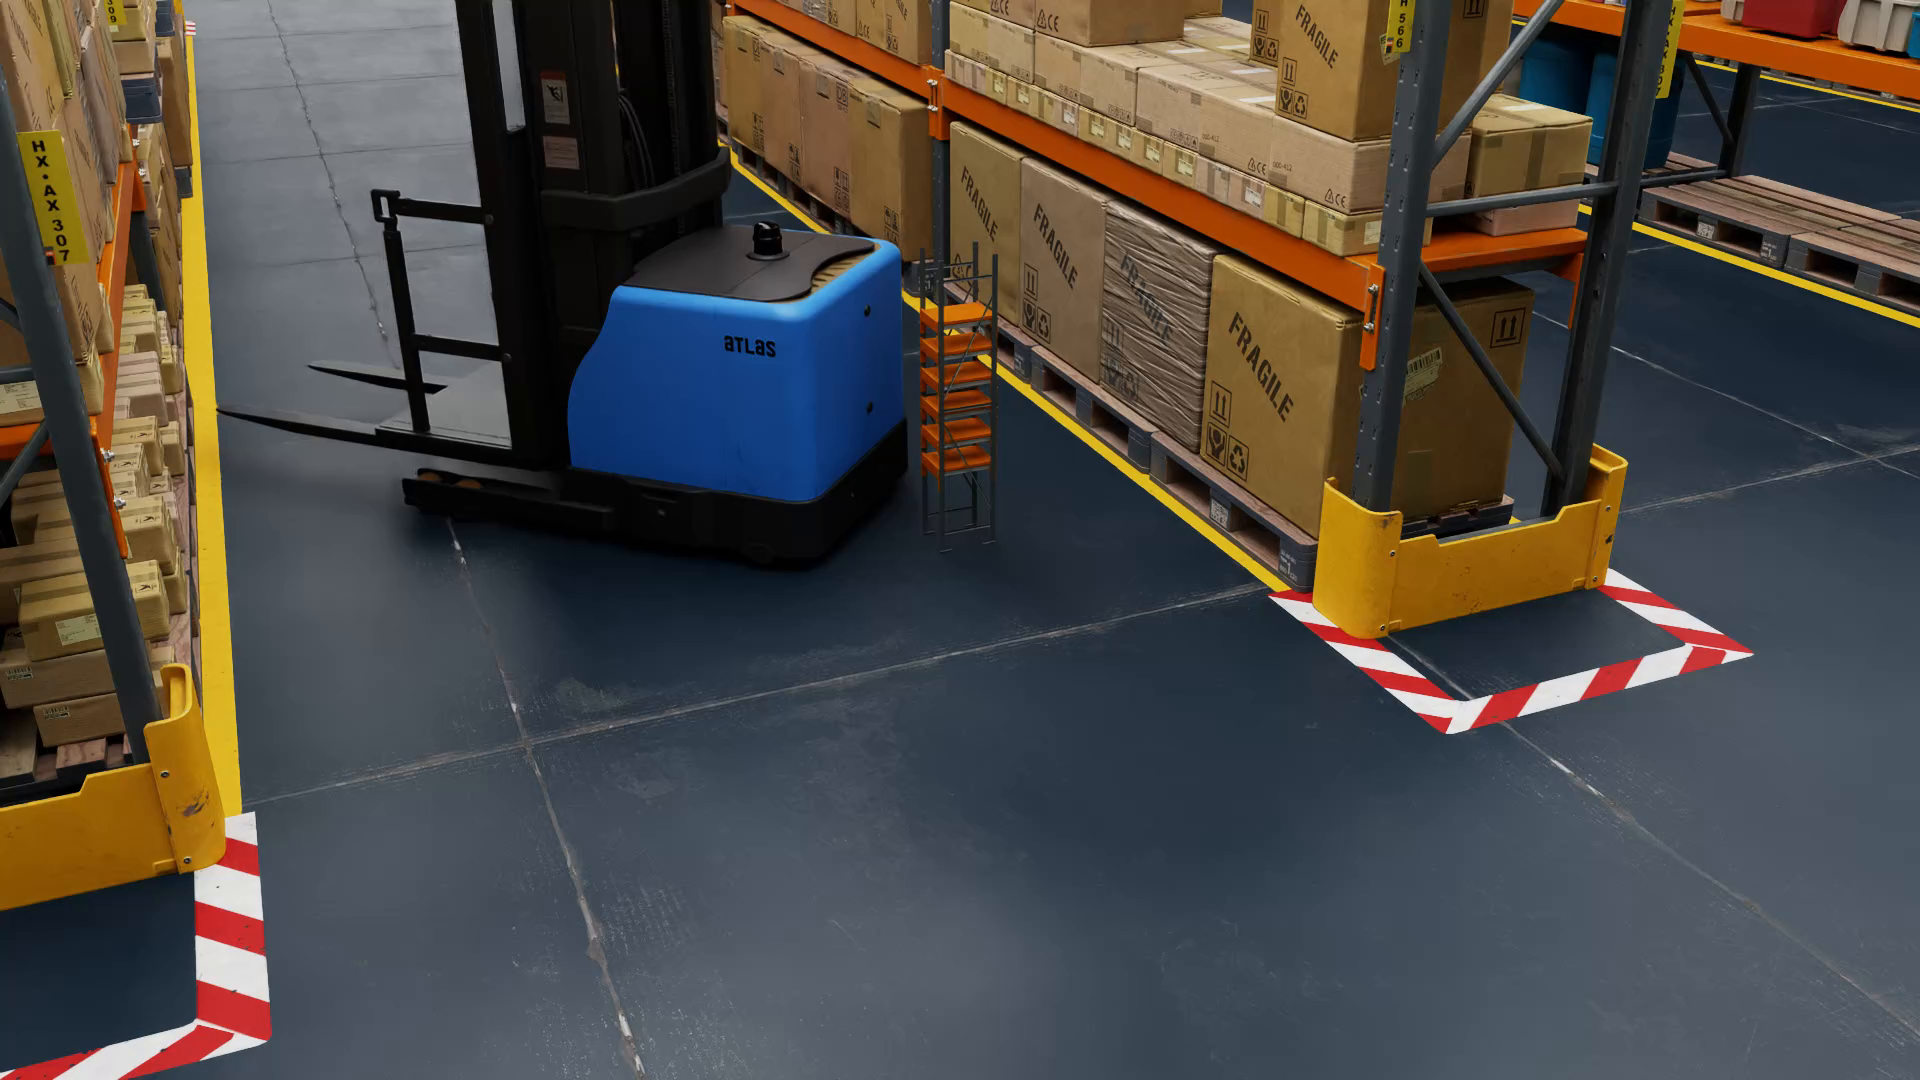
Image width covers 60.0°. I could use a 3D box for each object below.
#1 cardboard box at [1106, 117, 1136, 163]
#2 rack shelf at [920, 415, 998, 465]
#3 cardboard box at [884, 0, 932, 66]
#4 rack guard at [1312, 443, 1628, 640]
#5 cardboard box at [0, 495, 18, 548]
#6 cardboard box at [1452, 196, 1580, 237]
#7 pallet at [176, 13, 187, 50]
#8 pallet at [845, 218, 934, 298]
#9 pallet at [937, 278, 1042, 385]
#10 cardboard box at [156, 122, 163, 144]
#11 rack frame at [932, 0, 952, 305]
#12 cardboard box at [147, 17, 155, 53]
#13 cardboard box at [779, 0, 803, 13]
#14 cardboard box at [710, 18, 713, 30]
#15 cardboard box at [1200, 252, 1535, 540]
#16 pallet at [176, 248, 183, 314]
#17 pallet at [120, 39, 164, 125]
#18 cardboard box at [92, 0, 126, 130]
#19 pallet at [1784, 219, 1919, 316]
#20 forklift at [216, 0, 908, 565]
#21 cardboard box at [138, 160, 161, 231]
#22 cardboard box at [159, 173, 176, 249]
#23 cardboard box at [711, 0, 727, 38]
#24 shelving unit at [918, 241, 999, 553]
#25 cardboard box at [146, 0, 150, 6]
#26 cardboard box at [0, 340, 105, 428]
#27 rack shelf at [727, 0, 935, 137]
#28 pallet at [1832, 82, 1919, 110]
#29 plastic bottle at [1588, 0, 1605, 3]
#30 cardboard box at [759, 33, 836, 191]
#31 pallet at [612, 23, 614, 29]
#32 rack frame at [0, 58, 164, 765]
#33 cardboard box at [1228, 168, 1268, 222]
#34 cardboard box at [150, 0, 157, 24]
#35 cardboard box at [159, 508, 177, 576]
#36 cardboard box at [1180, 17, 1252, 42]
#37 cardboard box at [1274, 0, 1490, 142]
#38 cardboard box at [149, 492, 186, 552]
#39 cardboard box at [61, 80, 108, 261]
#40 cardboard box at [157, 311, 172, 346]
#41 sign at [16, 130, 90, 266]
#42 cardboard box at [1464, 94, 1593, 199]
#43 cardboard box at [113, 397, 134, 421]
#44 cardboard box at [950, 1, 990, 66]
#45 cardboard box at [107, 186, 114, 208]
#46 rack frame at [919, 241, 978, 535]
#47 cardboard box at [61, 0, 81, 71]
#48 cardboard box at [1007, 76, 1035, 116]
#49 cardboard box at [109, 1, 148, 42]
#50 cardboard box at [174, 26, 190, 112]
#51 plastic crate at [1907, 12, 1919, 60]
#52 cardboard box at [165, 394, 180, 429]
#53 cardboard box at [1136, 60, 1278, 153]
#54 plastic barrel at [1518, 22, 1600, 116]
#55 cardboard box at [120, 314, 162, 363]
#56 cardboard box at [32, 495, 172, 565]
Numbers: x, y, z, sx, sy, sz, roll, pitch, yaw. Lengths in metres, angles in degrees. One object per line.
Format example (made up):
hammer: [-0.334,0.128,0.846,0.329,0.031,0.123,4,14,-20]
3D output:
cardboard box: [0.857,-1.749,7.200,0.380,0.149,0.250,-10,28,-20]
rack shelf: [-0.006,-0.397,6.571,0.258,0.103,0.180,-11,28,-21]
cardboard box: [-0.103,-2.959,9.278,0.500,0.500,0.500,-10,28,-20]
rack guard: [1.908,-0.025,6.231,1.175,0.500,0.348,-11,28,-21]
cardboard box: [-3.706,-0.057,6.218,0.380,0.149,0.250,-10,28,-19]
cardboard box: [2.063,-1.245,6.167,0.380,0.149,0.250,-10,28,-20]
pallet: [-8.586,-5.243,17.248,1.003,0.211,1.213,-11,28,-21]
pallet: [-0.040,-1.818,10.233,1.003,0.211,1.213,-11,28,-21]
pallet: [0.558,-1.199,8.965,1.003,0.211,1.213,-11,28,-21]
cardboard box: [-5.121,-2.545,10.060,0.500,0.250,0.500,-10,28,-20]
rack frame: [0.332,-2.772,9.010,1.000,3.000,0.127,-11,28,-21]
cardboard box: [-4.211,-2.487,8.233,0.380,0.149,0.250,-10,28,-20]
cardboard box: [-0.887,-3.775,10.949,0.500,0.500,0.500,-11,28,-22]
cardboard box: [-1.973,-4.178,14.236,0.700,0.500,0.500,-8,27,-16]
cardboard box: [1.574,-0.636,6.577,0.875,0.875,0.875,-11,28,-21]
pallet: [-5.059,-1.515,9.613,1.003,0.211,1.213,-11,28,-21]
pallet: [-4.437,-2.208,8.073,1.003,0.211,1.213,-11,28,-21]
cardboard box: [-3.822,-1.993,6.960,0.500,0.500,0.500,-11,28,-21]
pallet: [5.694,-1.587,9.760,1.003,0.211,1.213,-11,28,-21]
forklift: [-1.798,-1.609,6.704,3.031,2.935,1.130,9,27,18]
cardboard box: [-4.318,-1.707,8.343,0.500,0.250,0.500,-12,28,-23]
cardboard box: [-4.743,-1.793,9.374,0.500,0.500,0.500,-10,28,-20]
cardboard box: [-1.742,-4.276,13.583,0.500,0.250,0.500,-7,27,-15]
shelving unit: [-0.006,-0.545,6.499,0.258,1.200,0.189,-11,28,-21]
cardboard box: [-4.417,-2.830,8.597,0.380,0.149,0.250,-9,28,-19]
cardboard box: [-2.530,-0.420,4.479,0.380,0.149,0.250,-11,28,-21]
rack shelf: [-0.451,-3.257,10.821,1.077,0.370,4.000,-11,28,-21]
pallet: [8.613,-4.035,14.774,1.003,0.211,1.213,-11,28,-21]
plastic bottle: [4.305,-3.760,11.166,0.061,0.283,0.133,-11,28,-21]
cardboard box: [-0.642,-2.978,11.373,1.225,0.875,0.875,-10,28,-20]
pallet: [-3.578,-5.507,17.789,1.003,0.211,1.213,-11,28,-21]
rack frame: [-2.705,-0.346,4.040,1.000,3.000,0.127,-11,28,-21]
cardboard box: [1.255,-1.339,6.359,0.380,0.149,0.250,-11,28,-20]
cardboard box: [-4.615,-2.903,9.085,0.380,0.149,0.250,-12,28,-23]
cardboard box: [-2.907,0.031,5.700,0.380,0.149,0.250,-10,28,-19]
cardboard box: [1.151,-2.291,7.856,0.500,0.250,0.500,-10,28,-20]
cardboard box: [1.466,-1.712,5.816,0.500,0.500,0.500,-10,28,-20]
cardboard box: [-3.102,-0.035,6.174,0.380,0.149,0.250,-12,28,-23]
cardboard box: [-3.040,-1.165,5.265,0.500,0.500,0.500,-10,28,-20]
cardboard box: [-3.856,-0.930,7.667,0.380,0.149,0.250,-10,28,-20]
sign: [-2.206,-0.829,4.042,0.100,0.325,0.005,-11,28,-21]
cardboard box: [1.959,-1.464,6.162,0.500,0.250,0.500,-11,28,-22]
cardboard box: [-3.318,-0.404,6.251,0.380,0.149,0.250,-11,28,-20]
cardboard box: [0.275,-2.604,8.497,0.500,0.250,0.500,-11,28,-22]
cardboard box: [-3.481,-1.357,6.397,0.380,0.149,0.250,-12,28,-23]
rack frame: [-0.042,-0.582,6.574,0.240,1.200,0.006,-11,28,-21]
cardboard box: [-3.226,-1.823,5.471,0.500,0.500,0.500,-12,28,-22]
cardboard box: [0.453,-2.165,8.051,0.380,0.149,0.250,-11,28,-22]
cardboard box: [-4.003,-2.409,7.733,0.380,0.149,0.250,-10,28,-20]
cardboard box: [-6.704,-3.743,13.083,1.050,0.750,0.750,-11,28,-21]
plastic crate: [5.415,-2.745,9.077,0.416,0.233,0.300,-11,28,-21]
cardboard box: [-3.617,-0.554,7.237,0.380,0.149,0.250,-12,28,-22]
cardboard box: [1.067,-1.784,6.818,0.500,0.250,0.500,-12,28,-22]
plastic barrel: [4.414,-3.378,12.162,0.600,0.901,0.708,-11,28,-21]
cardboard box: [-3.652,-0.842,7.147,0.380,0.149,0.250,-11,28,-21]
cardboard box: [-2.797,-0.005,5.435,0.380,0.149,0.250,-11,28,-21]
